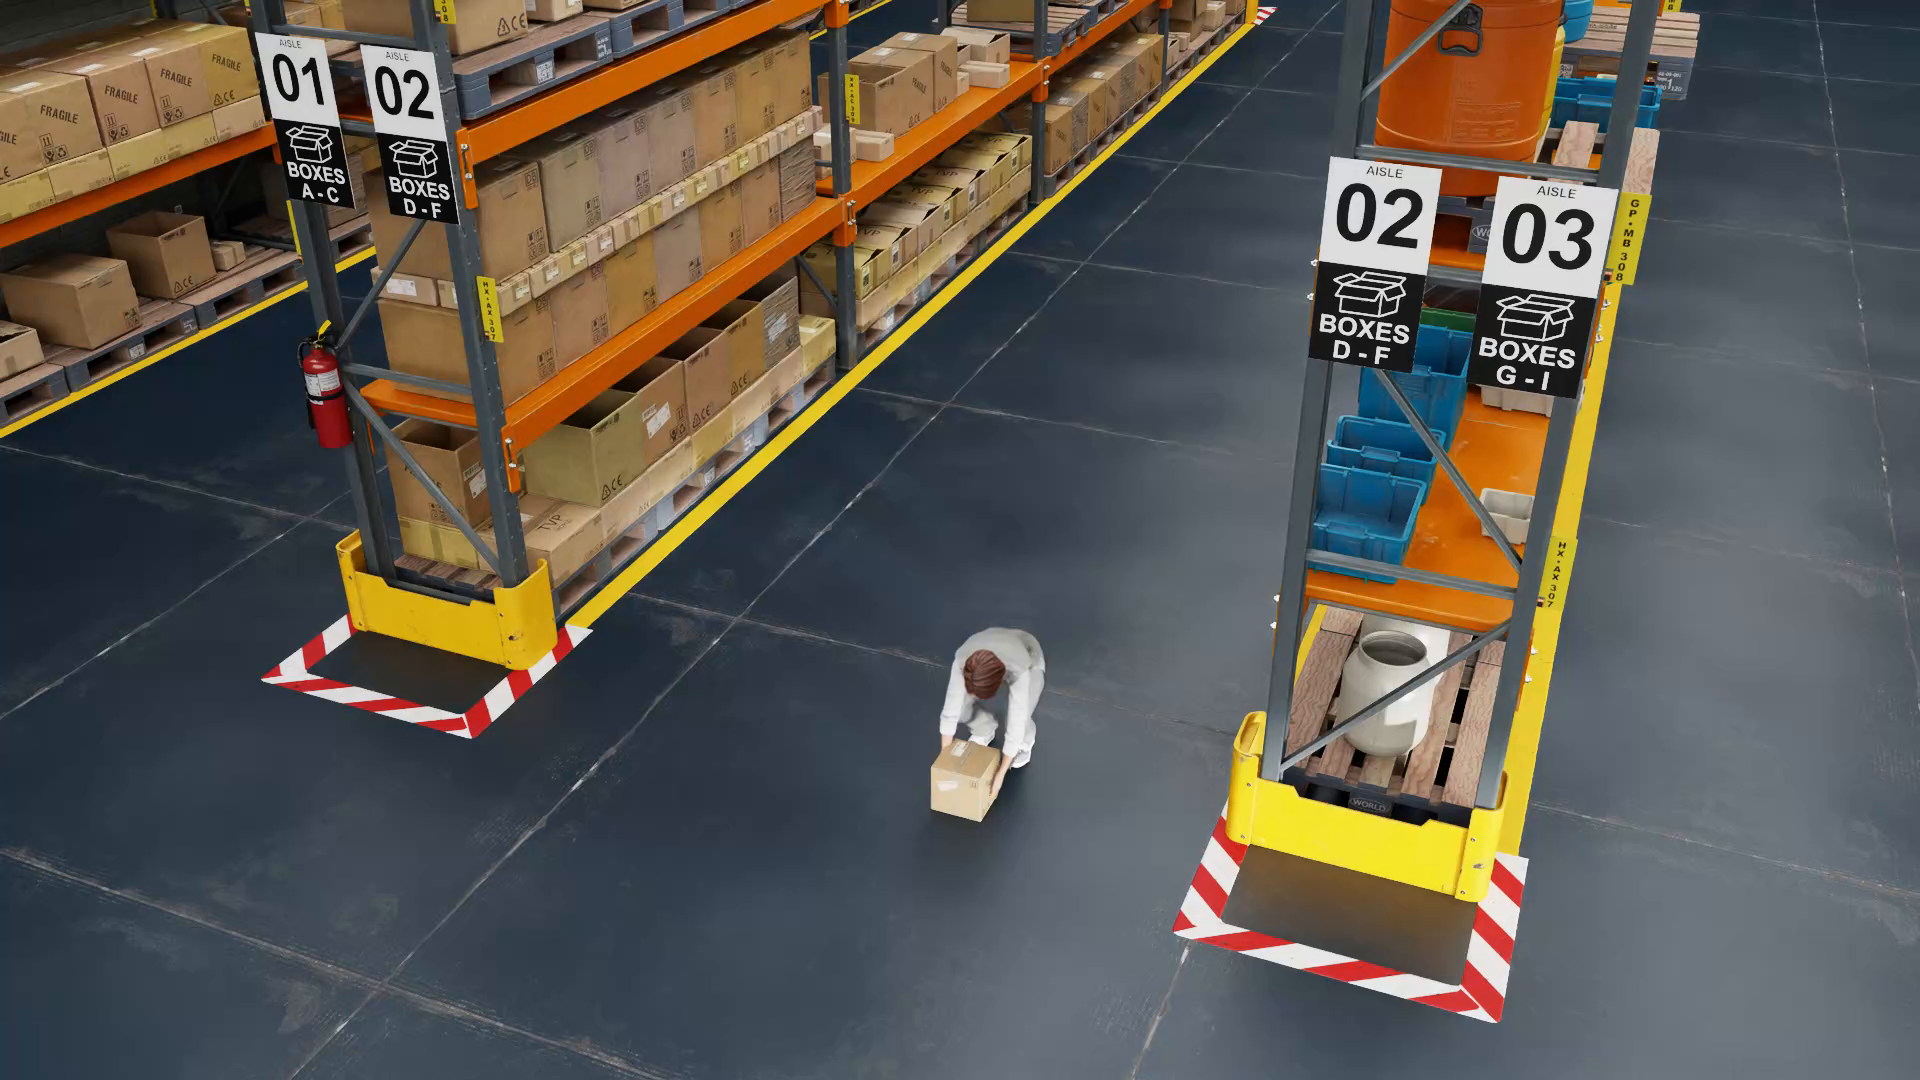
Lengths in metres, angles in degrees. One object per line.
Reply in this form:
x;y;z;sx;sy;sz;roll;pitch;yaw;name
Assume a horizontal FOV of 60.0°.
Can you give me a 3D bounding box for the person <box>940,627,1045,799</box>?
0.171;0.732;7.914;0.434;0.816;0.800;11;32;19;person
